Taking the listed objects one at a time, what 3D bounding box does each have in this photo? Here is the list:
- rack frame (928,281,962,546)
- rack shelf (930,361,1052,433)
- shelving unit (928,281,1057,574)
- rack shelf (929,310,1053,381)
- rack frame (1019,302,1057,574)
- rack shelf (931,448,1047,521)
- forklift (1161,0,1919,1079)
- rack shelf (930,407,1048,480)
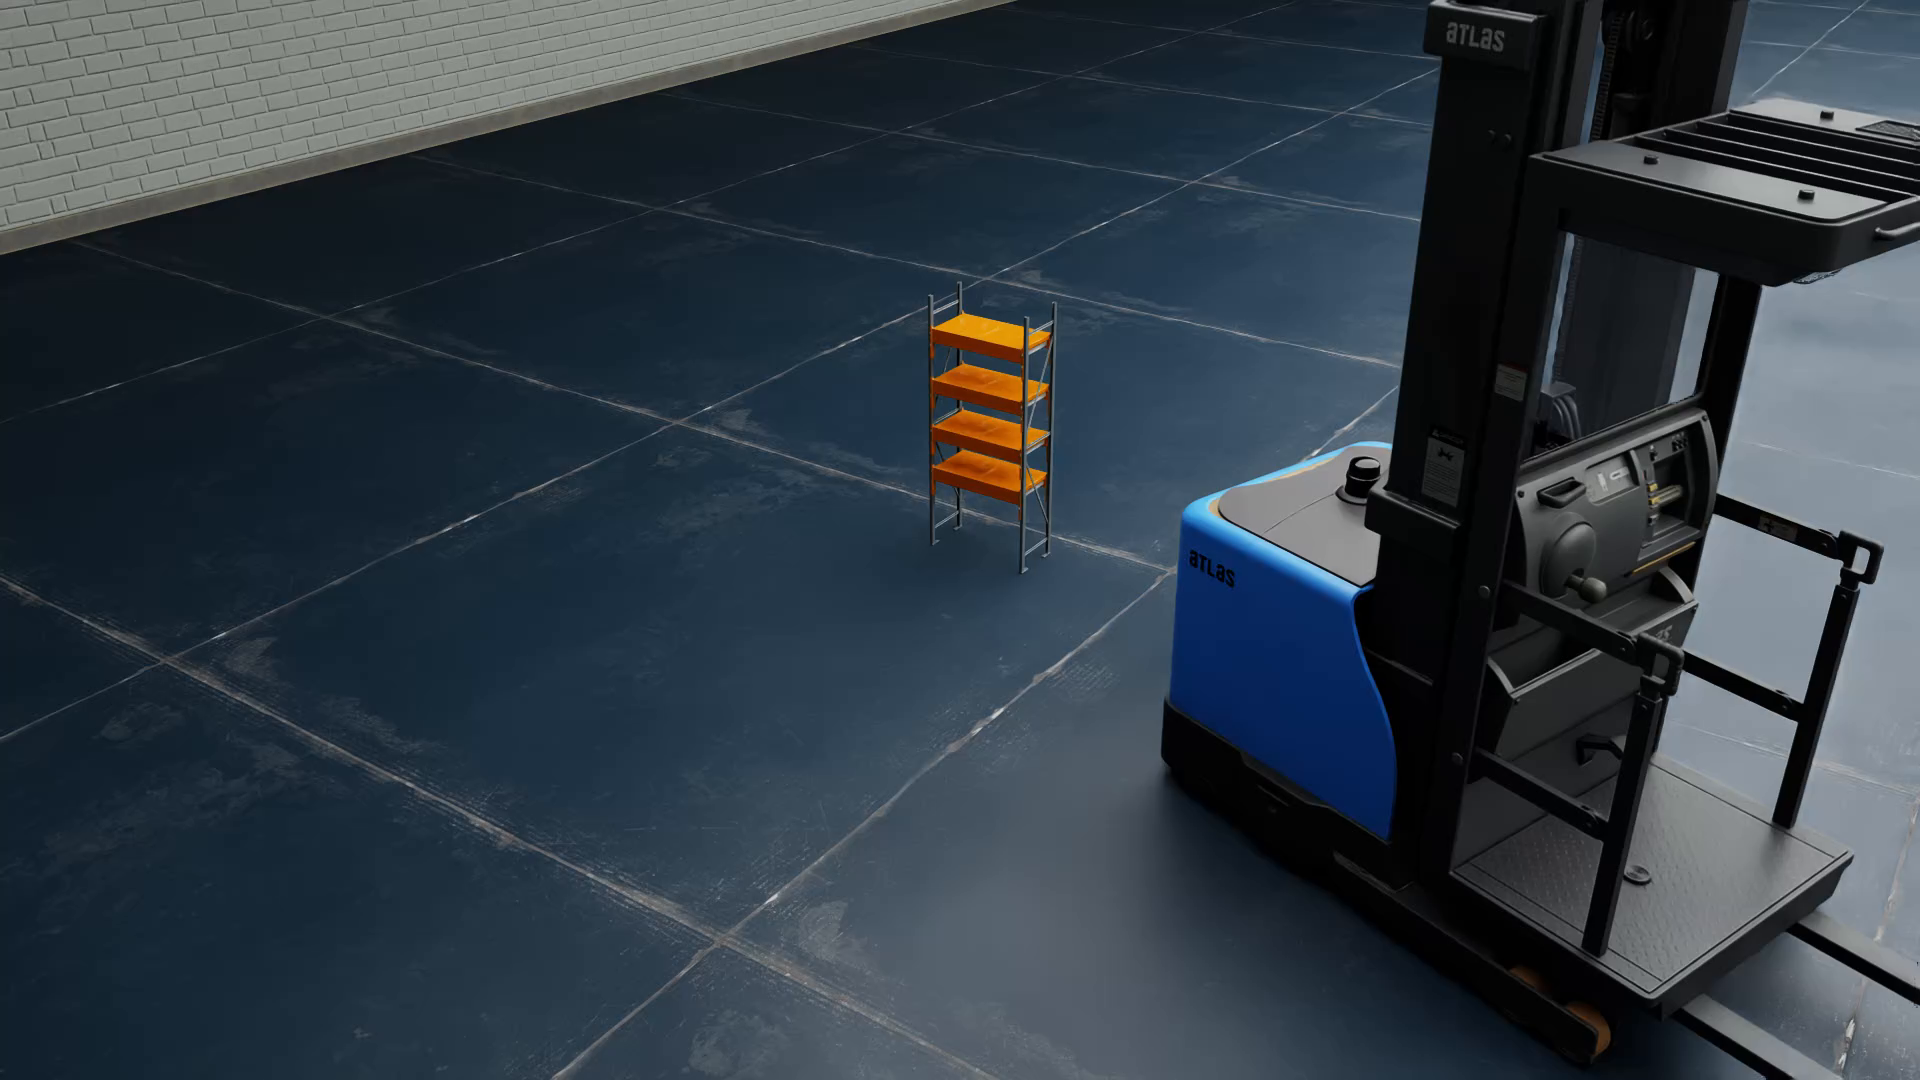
[{"bbox_3d":[-0.065,-0.555,7.480,0.015,1.200,0.240,17,32,30],"label":"rack frame"},{"bbox_3d":[0.136,-0.632,7.286,0.480,0.148,0.258,17,32,30],"label":"rack shelf"},{"bbox_3d":[0.136,-0.492,7.357,0.503,1.200,0.258,17,32,30],"label":"shelving unit"},{"bbox_3d":[0.136,-0.842,7.179,0.480,0.148,0.258,17,32,30],"label":"rack shelf"},{"bbox_3d":[0.338,-0.430,7.234,0.015,1.200,0.240,17,32,30],"label":"rack frame"},{"bbox_3d":[0.136,-0.255,7.478,0.480,0.148,0.258,17,32,30],"label":"rack shelf"},{"bbox_3d":[2.011,-0.065,4.608,1.130,2.935,3.031,-19,32,-32],"label":"forklift"},{"bbox_3d":[0.136,-0.432,7.388,0.480,0.148,0.258,17,32,30],"label":"rack shelf"}]
